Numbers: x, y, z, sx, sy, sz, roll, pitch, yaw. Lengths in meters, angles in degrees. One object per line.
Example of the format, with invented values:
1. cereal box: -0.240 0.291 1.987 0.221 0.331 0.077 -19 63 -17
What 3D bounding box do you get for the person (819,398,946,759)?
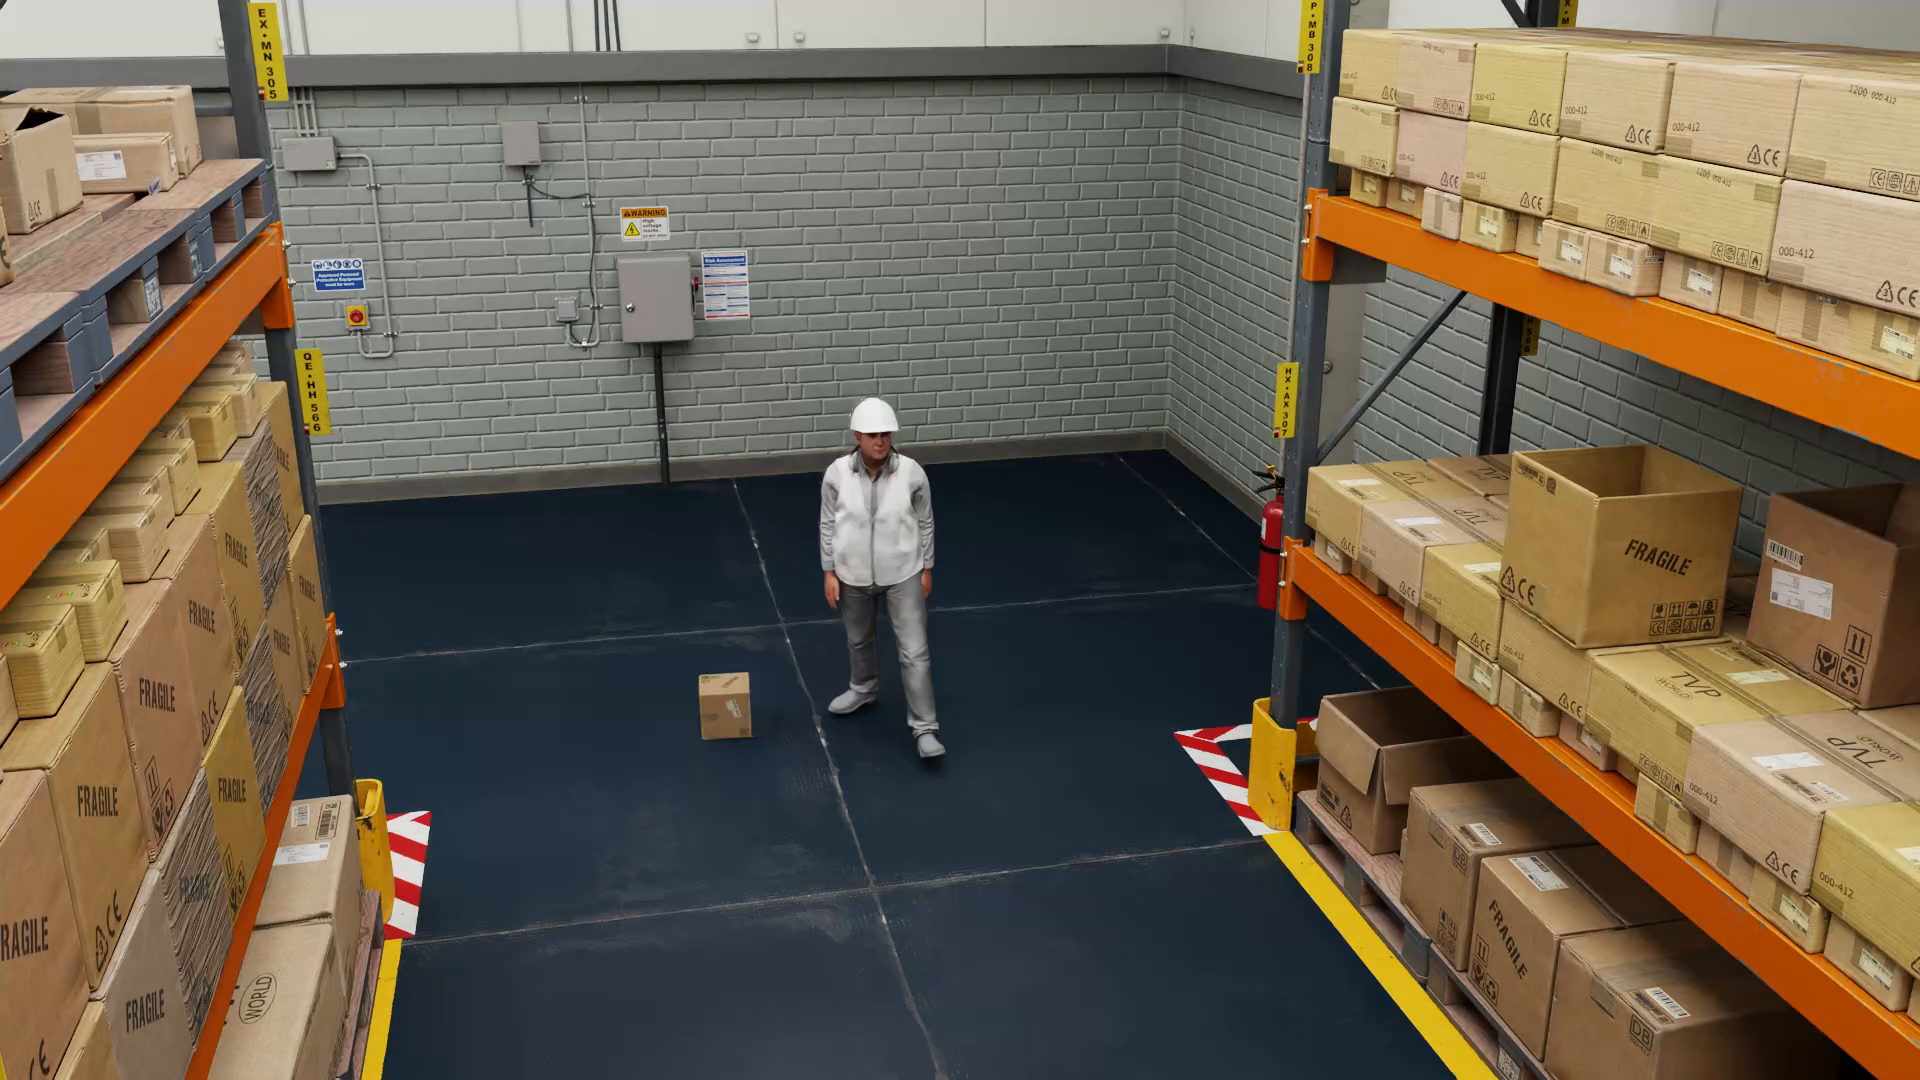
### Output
1. person: -0.369 0.159 8.059 0.654 1.733 0.864 1 20 4
